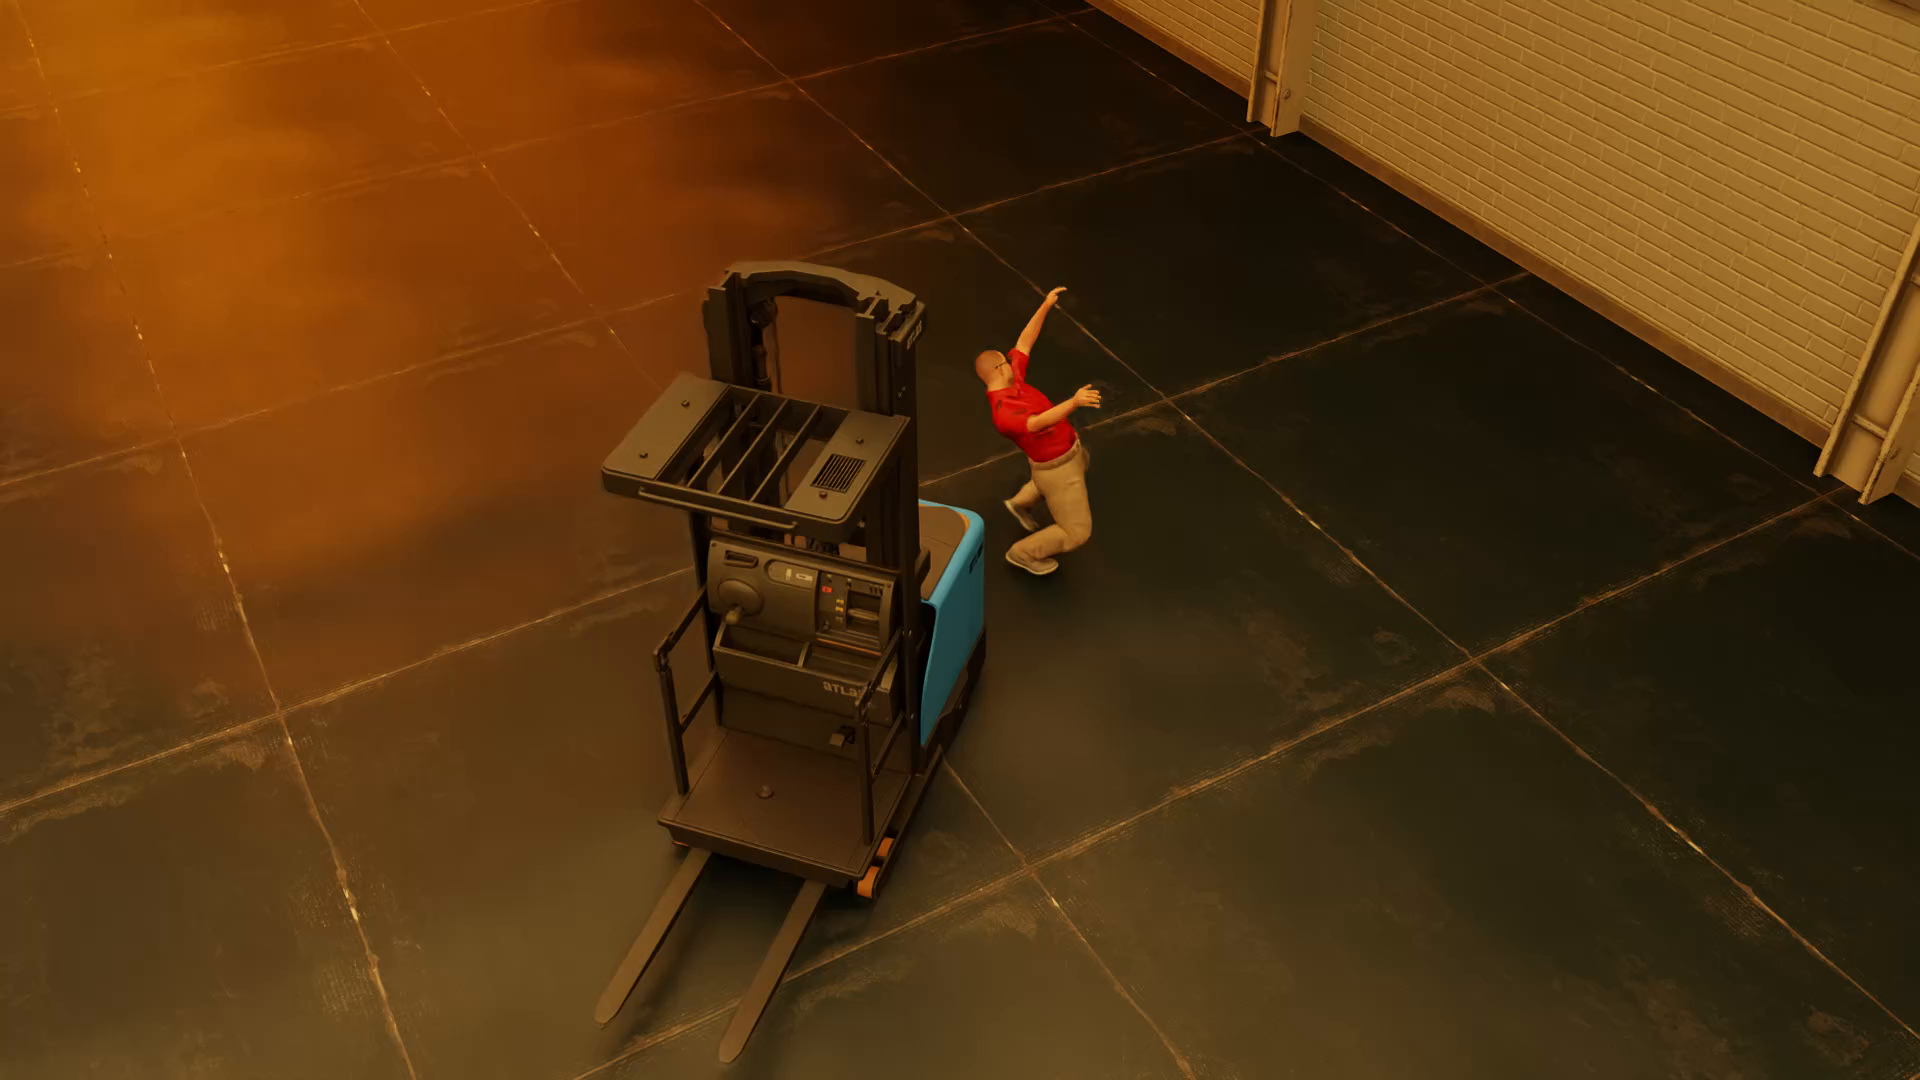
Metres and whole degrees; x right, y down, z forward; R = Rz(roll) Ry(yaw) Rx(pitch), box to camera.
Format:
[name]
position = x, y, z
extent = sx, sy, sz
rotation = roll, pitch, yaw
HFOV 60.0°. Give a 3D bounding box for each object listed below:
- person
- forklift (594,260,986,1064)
[person]
position = 0.452, -0.518, 9.677
extent = 0.726, 1.660, 0.998
rotation = -2, 40, -3
[forklift]
position = -0.819, 0.340, 7.626
extent = 1.130, 2.935, 3.031
rotation = 13, 41, 15
